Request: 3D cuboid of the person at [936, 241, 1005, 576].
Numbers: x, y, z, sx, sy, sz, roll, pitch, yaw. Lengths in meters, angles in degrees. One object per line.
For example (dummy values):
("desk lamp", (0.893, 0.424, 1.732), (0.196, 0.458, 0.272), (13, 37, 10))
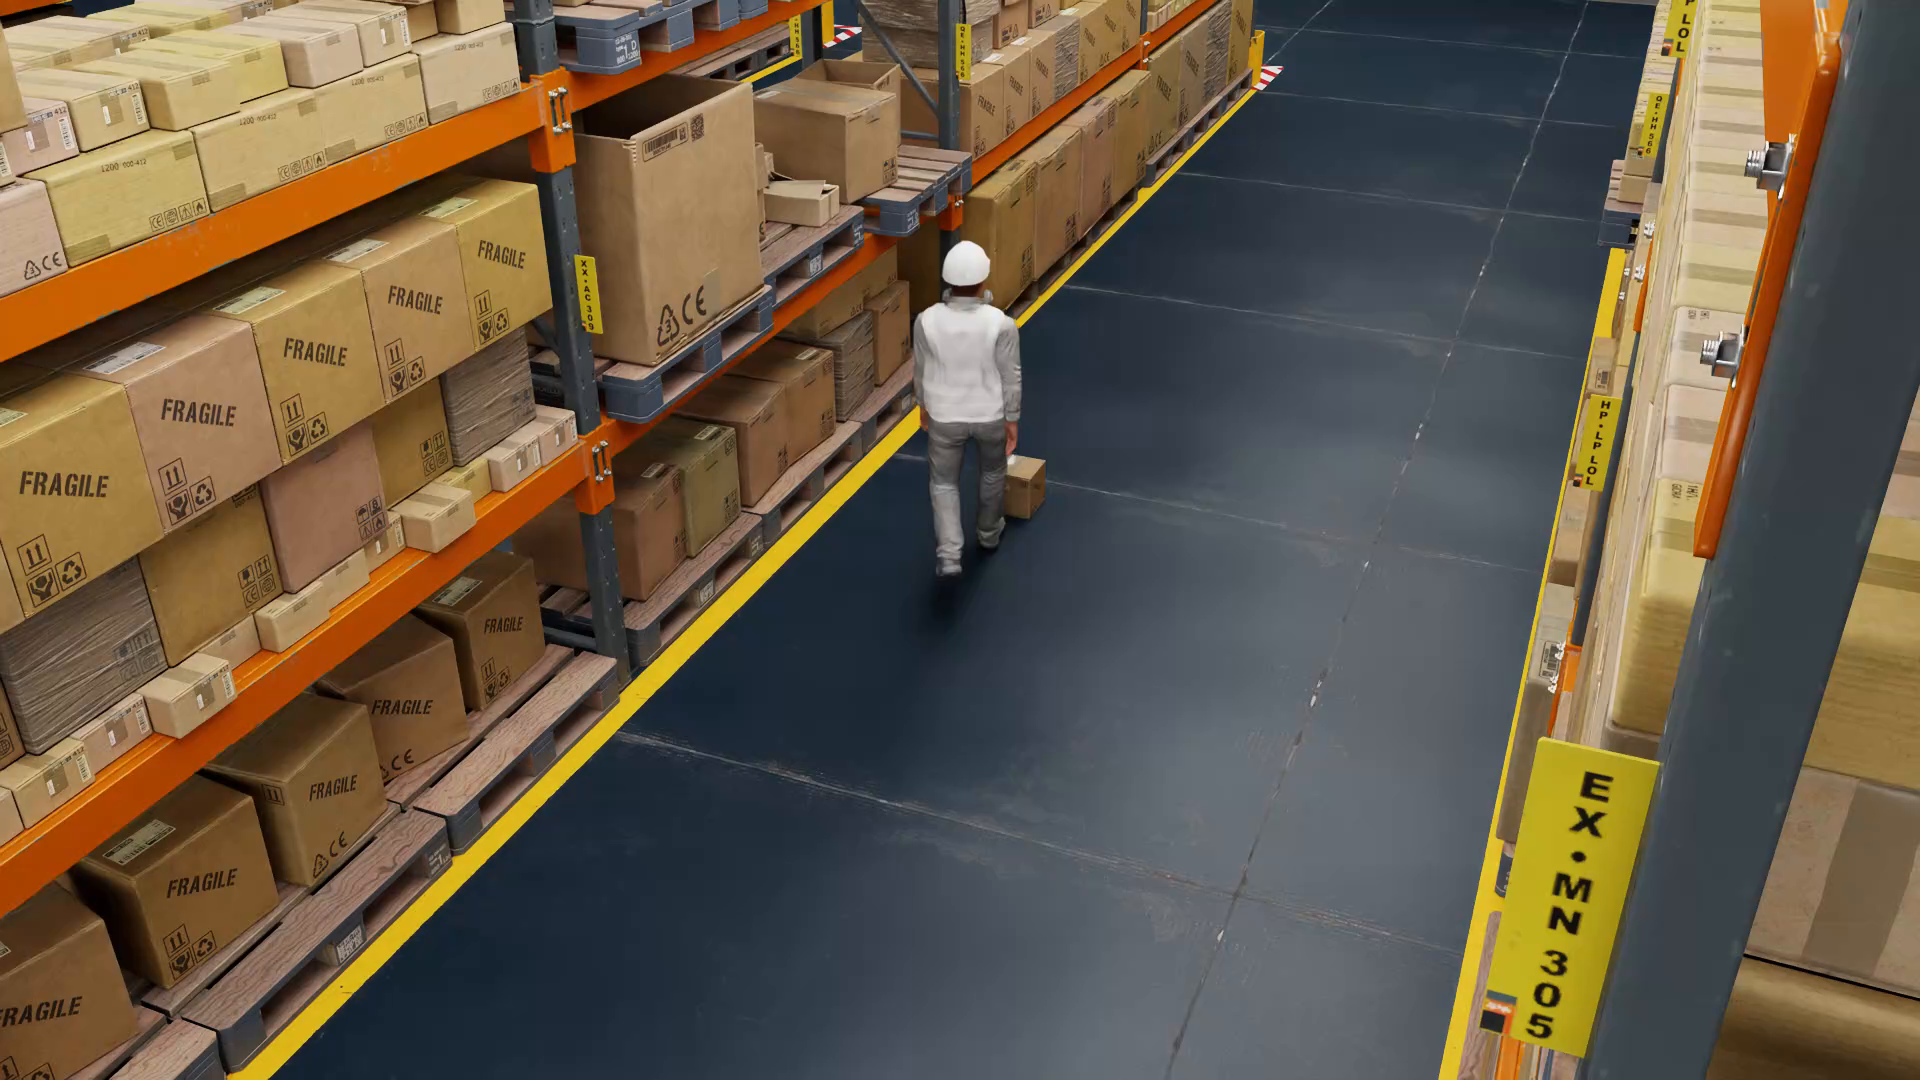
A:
("person", (-4.099, -3.583, 9.328), (8.750, 5.793, 10.837), (0, 29, 1))
